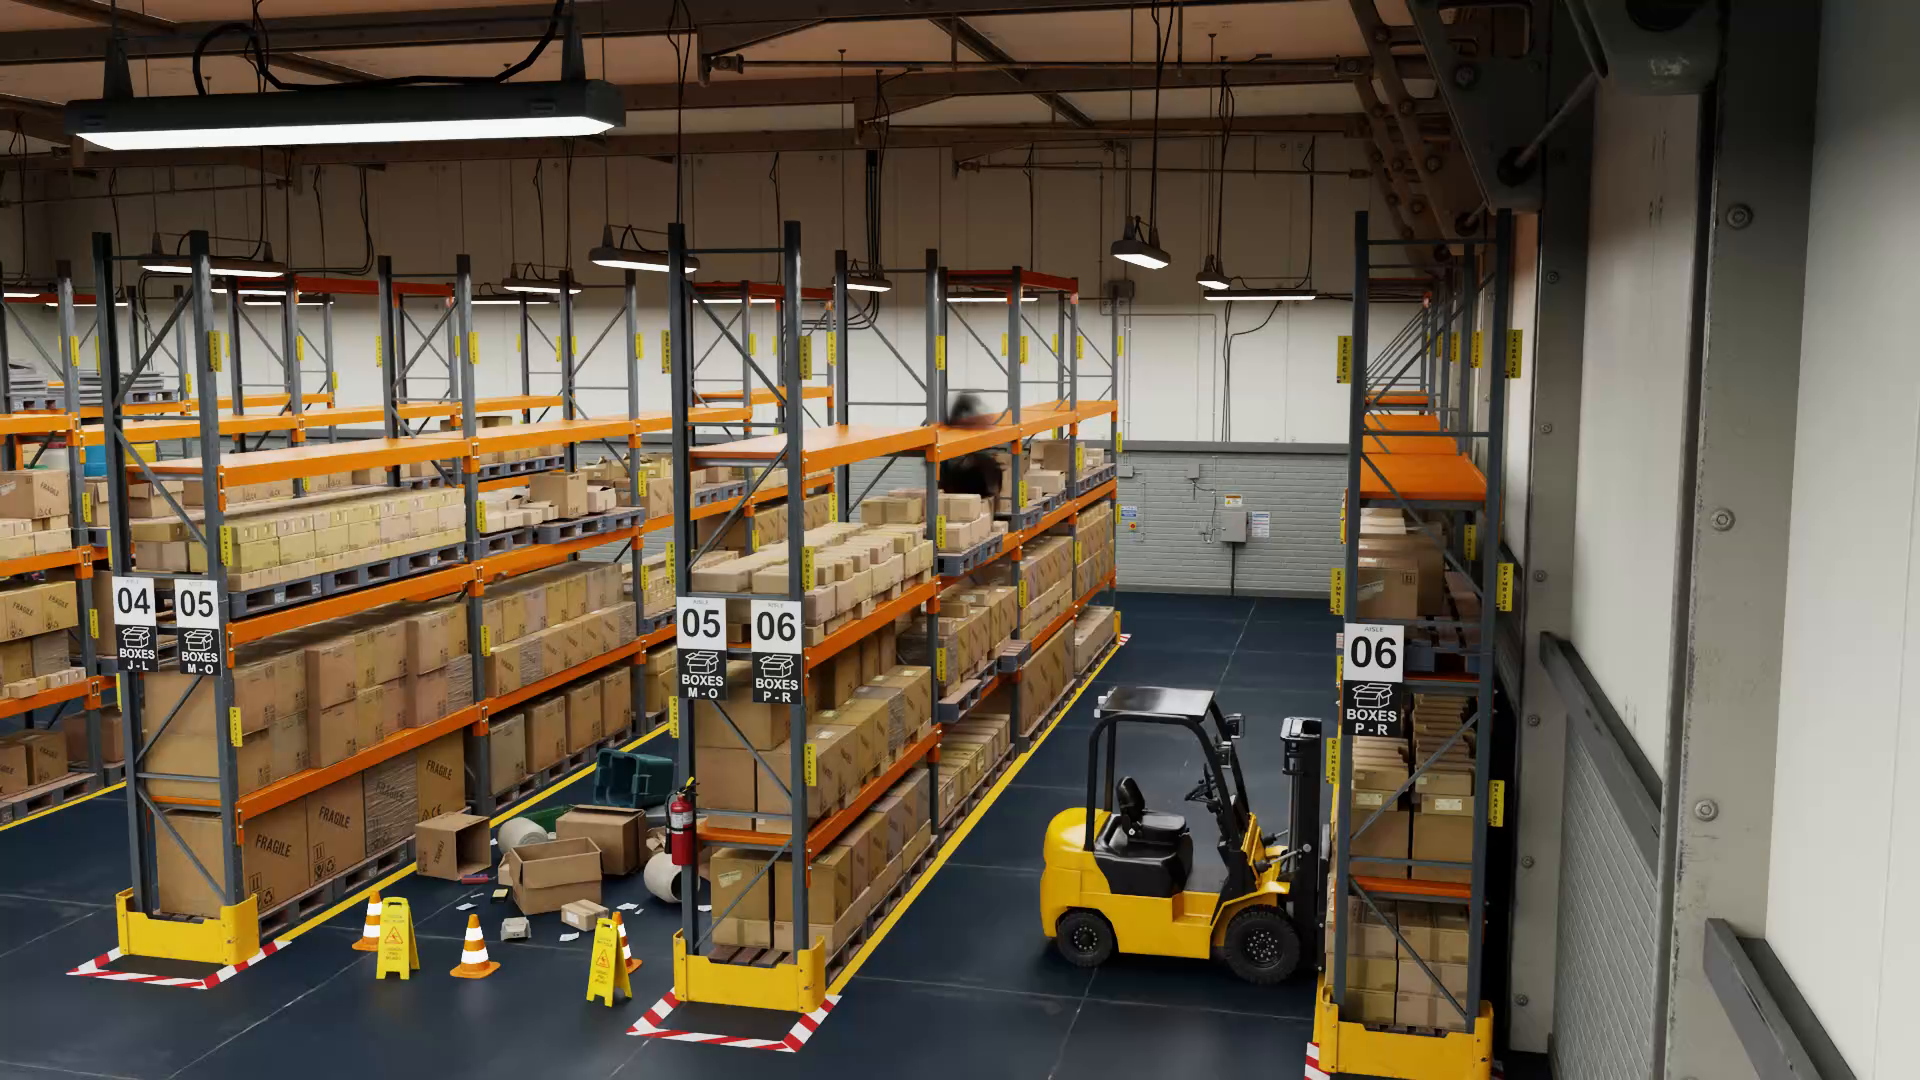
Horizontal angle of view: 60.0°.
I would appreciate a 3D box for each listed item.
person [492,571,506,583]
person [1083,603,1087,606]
[{"bbox_3d":[-6.904,1.258,25.032,0.684,1.735,0.660,1,7,9],"label":"person"},{"bbox_3d":[2.023,0.733,29.682,0.805,1.630,0.710,4,8,29],"label":"person"}]
